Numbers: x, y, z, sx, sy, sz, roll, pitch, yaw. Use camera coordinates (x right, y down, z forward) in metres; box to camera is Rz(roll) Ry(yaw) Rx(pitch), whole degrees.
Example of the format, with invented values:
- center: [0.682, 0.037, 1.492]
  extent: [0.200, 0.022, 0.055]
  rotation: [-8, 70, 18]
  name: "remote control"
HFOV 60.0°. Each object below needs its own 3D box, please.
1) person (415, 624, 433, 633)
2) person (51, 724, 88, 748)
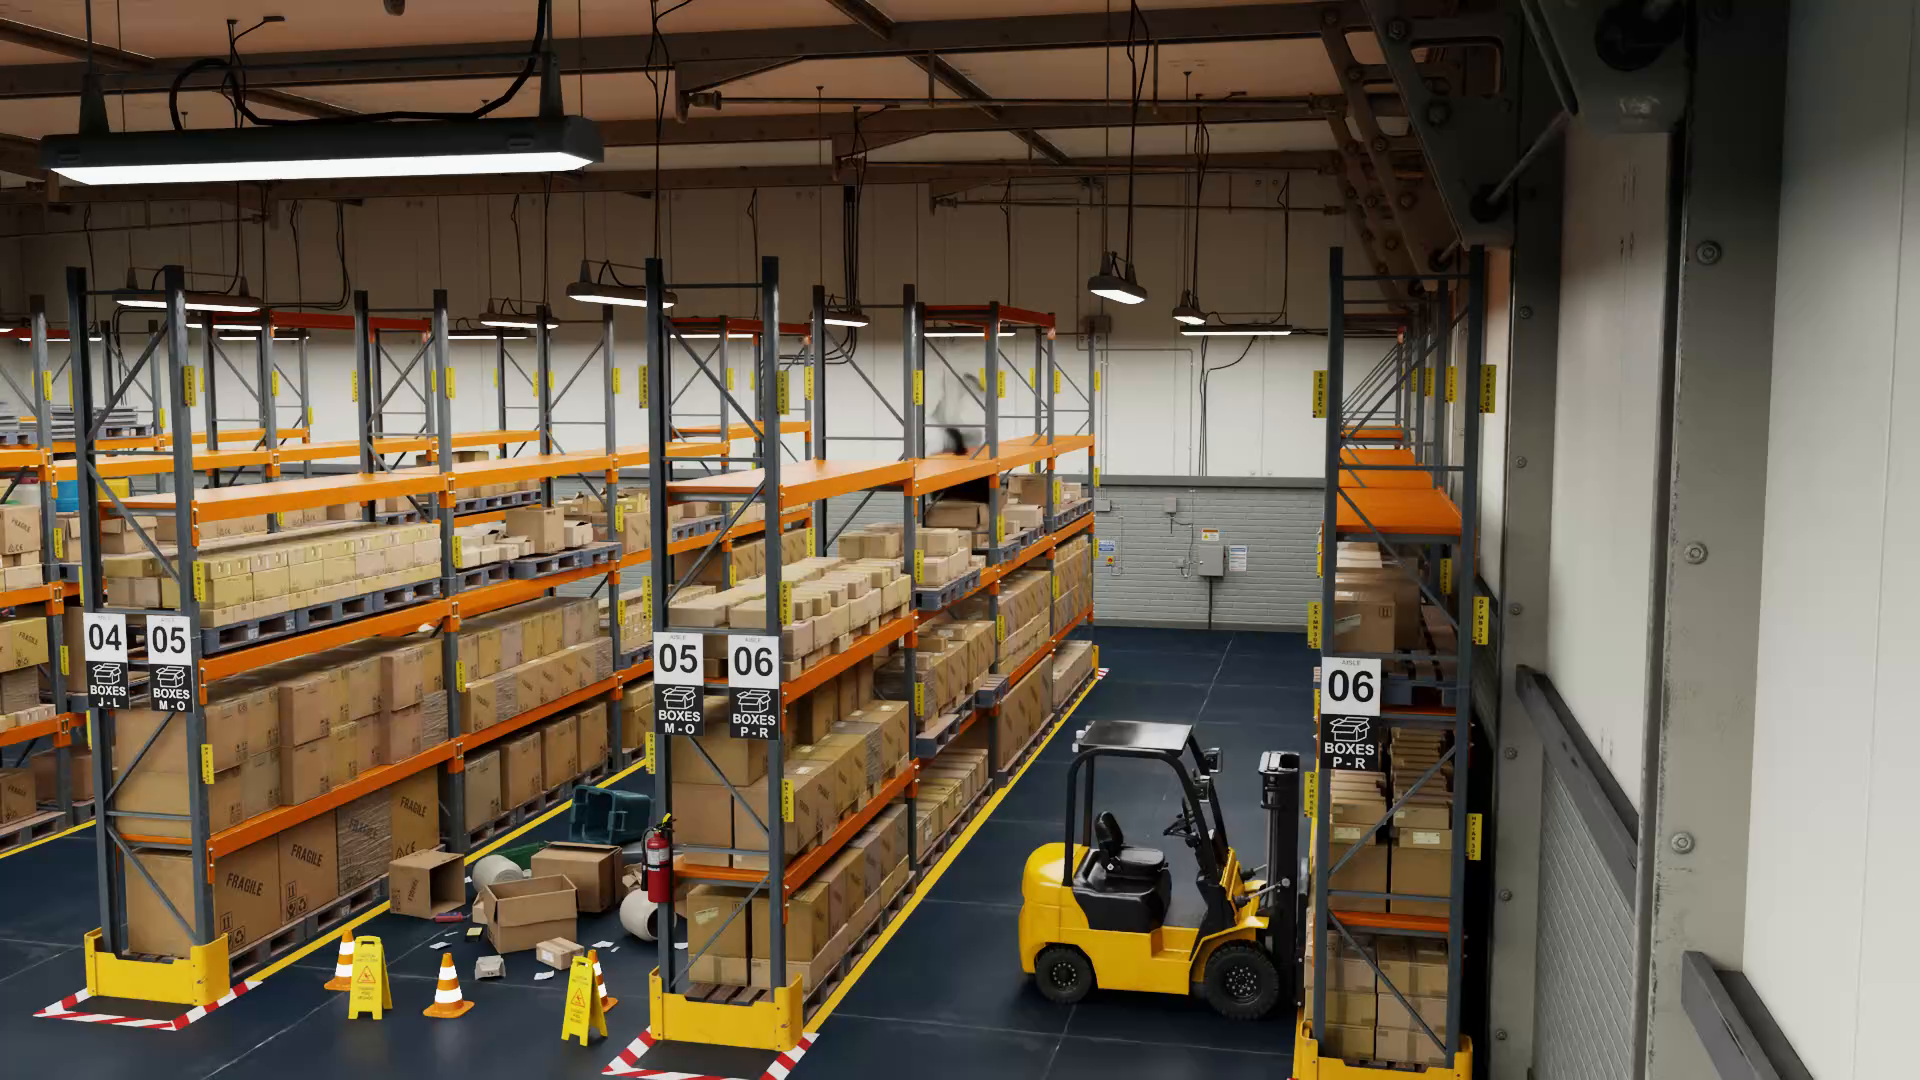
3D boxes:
- center: [-7.217, 2.007, 22.475]
  extent: [0.710, 1.747, 0.968]
  rotation: [1, 6, 8]
  name: "person"
- center: [-11.897, 2.047, 22.129]
  extent: [0.656, 1.806, 0.725]
  rotation: [0, 6, 0]
  name: "person"
